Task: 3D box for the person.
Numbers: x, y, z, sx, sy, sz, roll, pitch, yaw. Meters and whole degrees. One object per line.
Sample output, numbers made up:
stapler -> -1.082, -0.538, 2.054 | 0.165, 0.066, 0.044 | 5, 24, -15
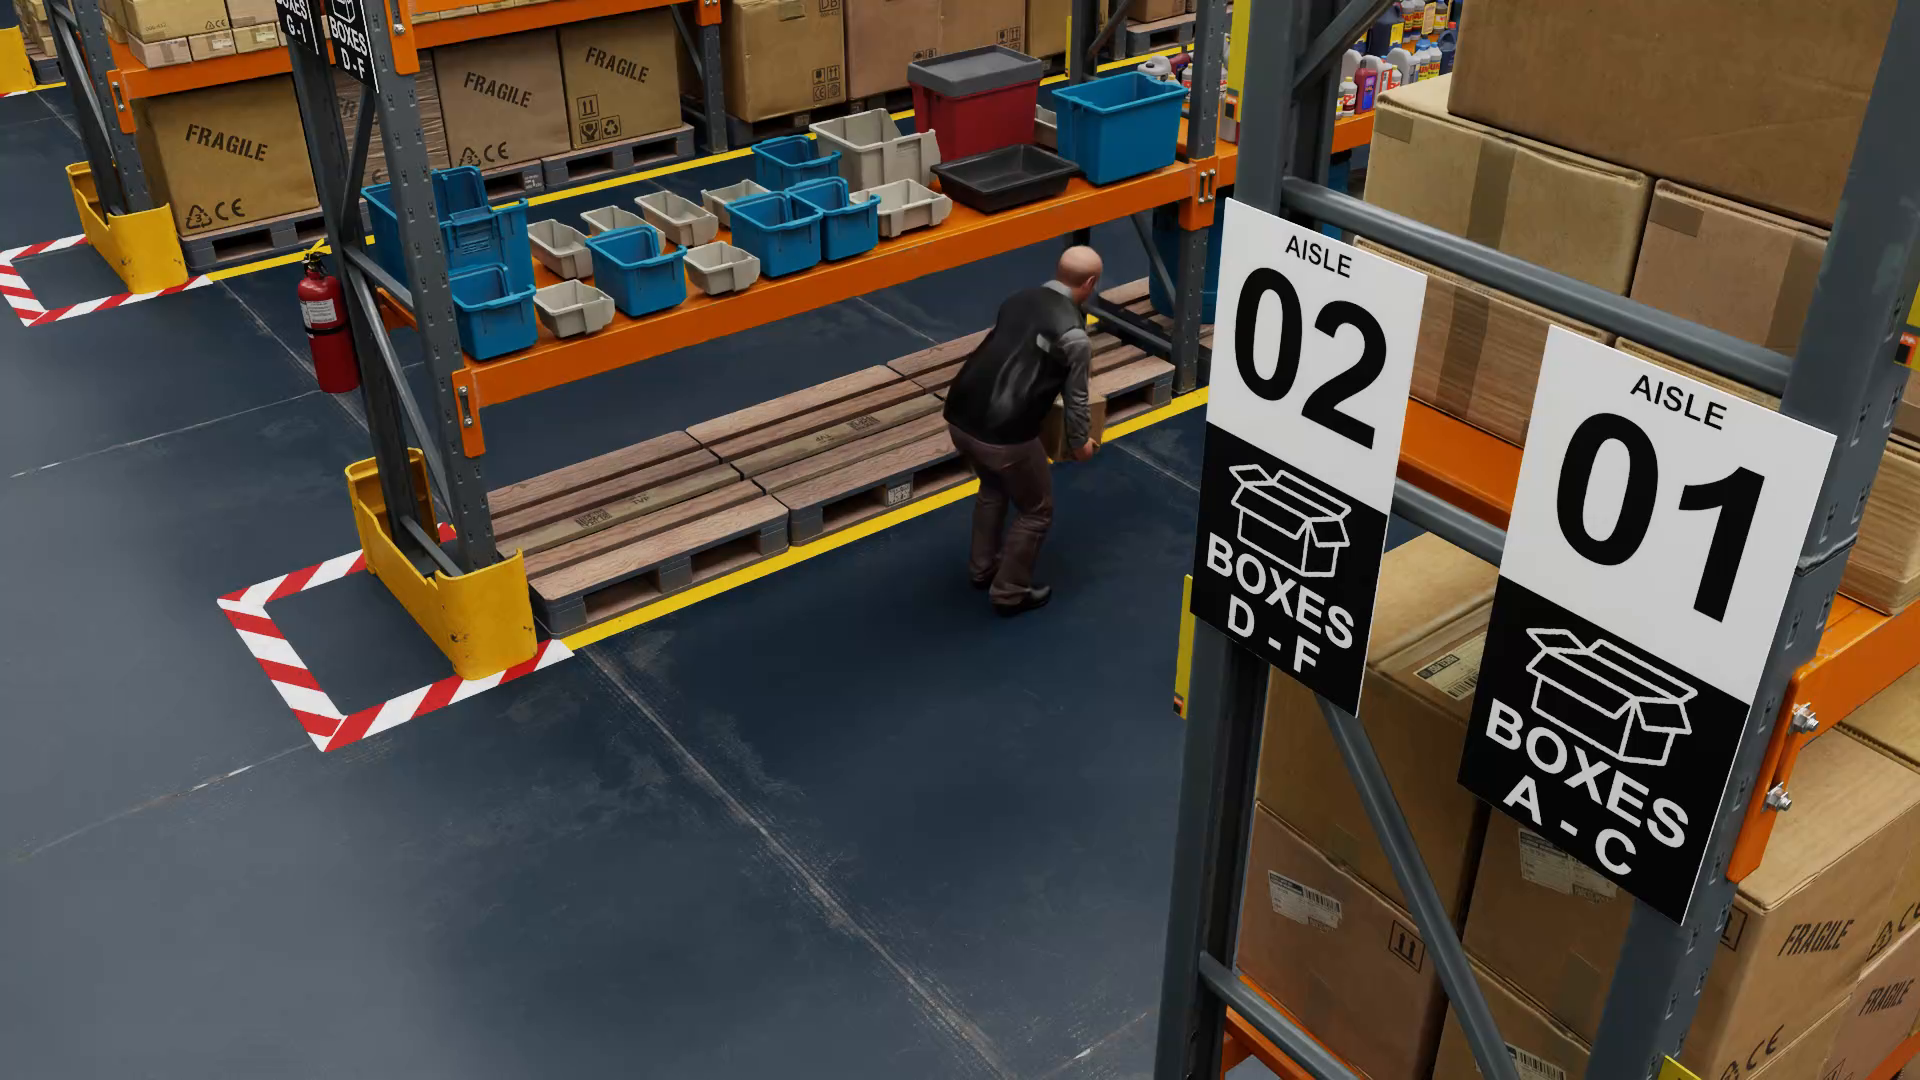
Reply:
person -> 0.289, -0.464, 7.088 | 0.750, 1.530, 0.471 | -23, 39, -32
